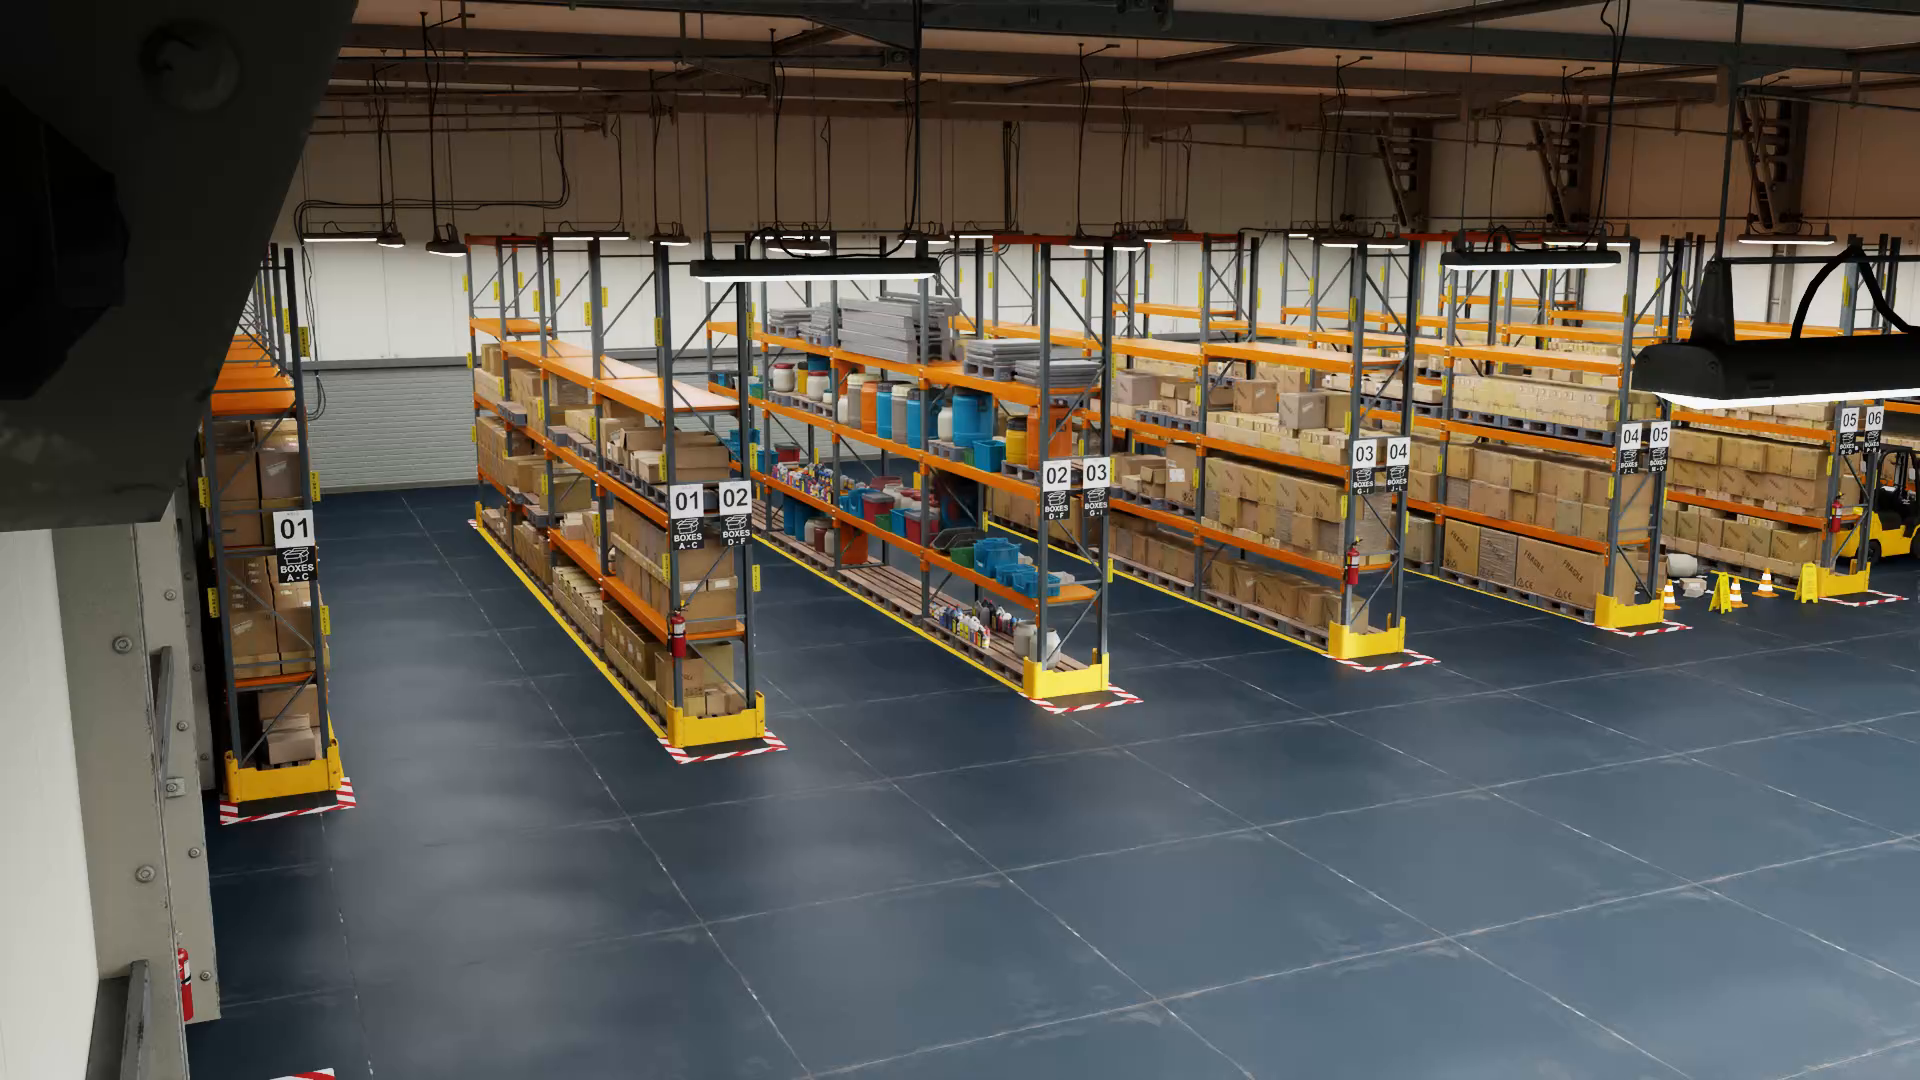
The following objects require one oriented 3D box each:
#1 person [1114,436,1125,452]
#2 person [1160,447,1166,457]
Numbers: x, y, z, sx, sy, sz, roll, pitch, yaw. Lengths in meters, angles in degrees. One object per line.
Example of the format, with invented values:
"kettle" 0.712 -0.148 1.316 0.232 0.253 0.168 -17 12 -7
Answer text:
"person" 3.966 -2.487 41.749 0.988 1.600 0.713 -6 13 -30
"person" 5.437 -2.664 42.535 0.745 1.734 0.568 -6 12 -28
